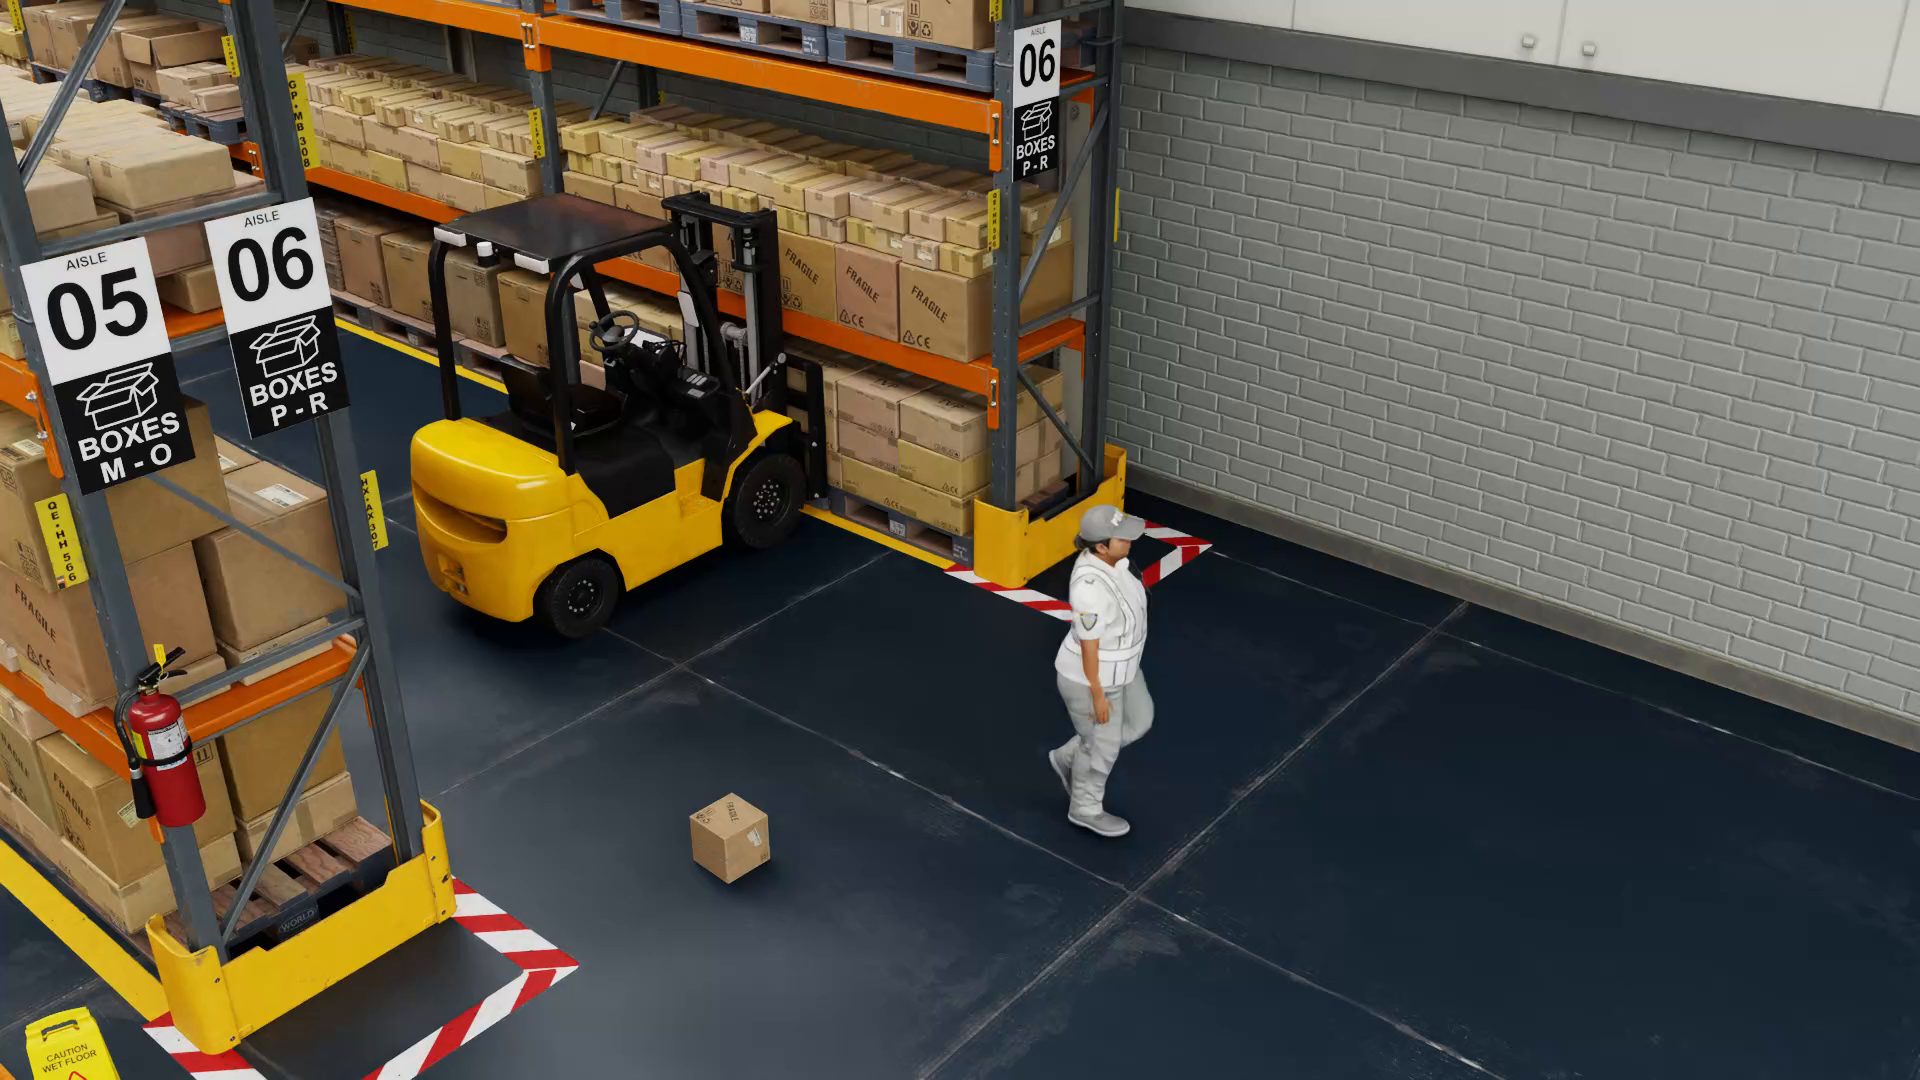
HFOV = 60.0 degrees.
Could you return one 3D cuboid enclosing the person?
[{"bbox_3d":[0.634,0.660,7.487,0.437,1.357,0.452,9,29,17],"label":"person"}]
